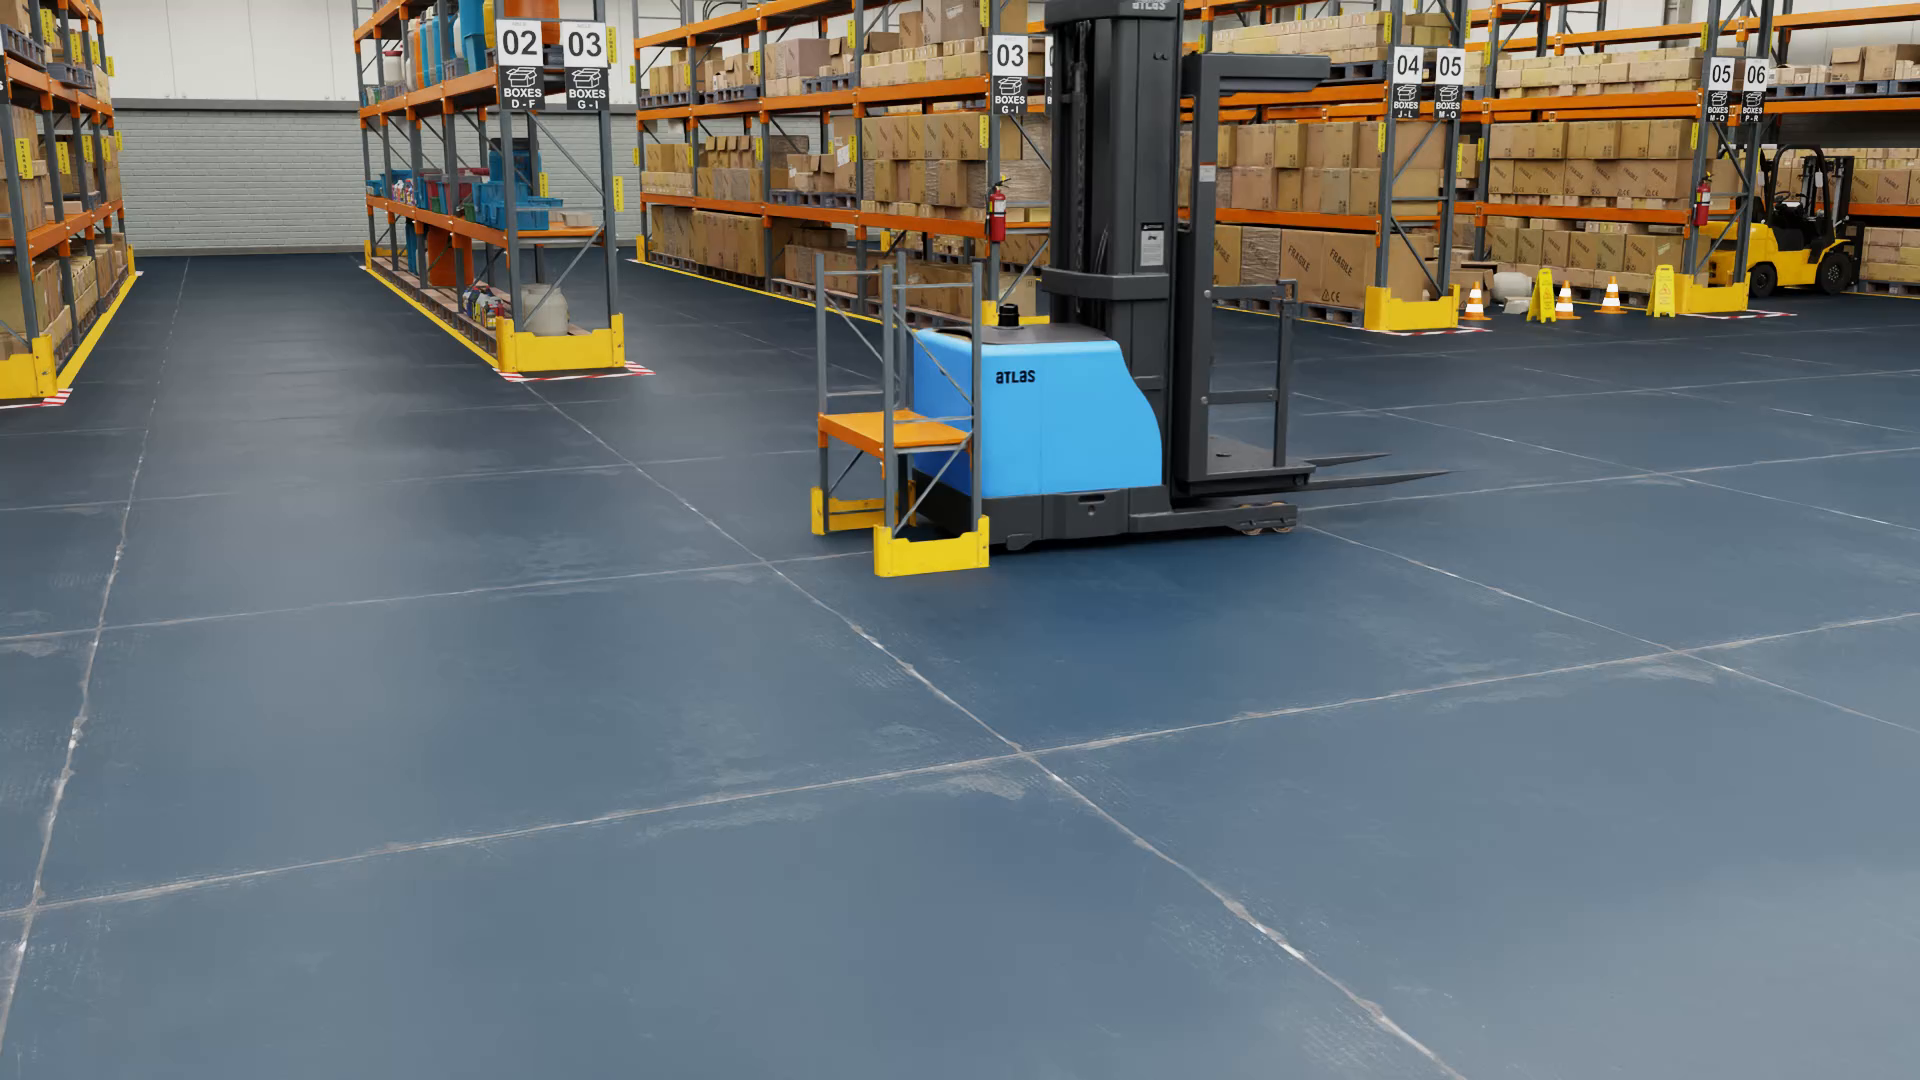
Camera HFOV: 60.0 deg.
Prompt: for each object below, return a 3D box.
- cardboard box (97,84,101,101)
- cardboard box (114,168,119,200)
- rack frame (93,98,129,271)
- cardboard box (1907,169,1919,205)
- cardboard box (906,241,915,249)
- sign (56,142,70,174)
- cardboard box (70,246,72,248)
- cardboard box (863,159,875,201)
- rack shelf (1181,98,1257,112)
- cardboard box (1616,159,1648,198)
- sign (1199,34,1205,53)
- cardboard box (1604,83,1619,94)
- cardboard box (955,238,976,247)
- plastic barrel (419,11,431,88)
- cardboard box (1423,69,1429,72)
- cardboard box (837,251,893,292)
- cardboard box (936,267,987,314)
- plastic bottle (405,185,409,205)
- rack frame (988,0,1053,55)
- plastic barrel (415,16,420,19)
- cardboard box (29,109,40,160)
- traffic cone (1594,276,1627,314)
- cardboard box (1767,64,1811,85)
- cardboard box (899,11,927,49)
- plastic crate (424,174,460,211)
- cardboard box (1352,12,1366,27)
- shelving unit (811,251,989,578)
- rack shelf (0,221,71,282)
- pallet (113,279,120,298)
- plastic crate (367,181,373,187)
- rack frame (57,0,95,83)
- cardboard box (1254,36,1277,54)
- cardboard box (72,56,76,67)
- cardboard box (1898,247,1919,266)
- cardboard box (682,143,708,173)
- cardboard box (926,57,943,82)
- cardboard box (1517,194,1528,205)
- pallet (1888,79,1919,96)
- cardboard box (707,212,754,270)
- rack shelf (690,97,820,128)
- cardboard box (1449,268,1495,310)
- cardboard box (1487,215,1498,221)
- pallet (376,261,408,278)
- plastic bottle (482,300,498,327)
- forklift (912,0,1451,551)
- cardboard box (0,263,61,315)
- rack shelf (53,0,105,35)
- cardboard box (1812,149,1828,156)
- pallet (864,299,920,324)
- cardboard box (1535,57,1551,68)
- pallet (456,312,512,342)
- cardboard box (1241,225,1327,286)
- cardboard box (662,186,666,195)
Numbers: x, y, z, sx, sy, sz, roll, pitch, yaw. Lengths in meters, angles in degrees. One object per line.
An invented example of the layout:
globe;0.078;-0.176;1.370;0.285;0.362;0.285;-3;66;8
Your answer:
cardboard box;-13.282;-6.764;25.123;0.500;0.250;0.500;-6;14;-23
cardboard box;-13.885;-5.746;26.822;0.500;0.500;0.500;-6;14;-23
rack frame;-14.720;-5.976;28.036;1.000;3.000;0.127;-6;14;-23
cardboard box;13.957;-5.035;23.750;0.500;0.500;0.500;-6;14;-24
cardboard box;-0.852;-5.815;32.734;0.380;0.149;0.250;-5;14;-22
sign;-9.405;-4.007;17.436;0.100;0.325;0.005;-6;14;-23
cardboard box;-12.923;-3.915;23.699;0.500;0.500;0.500;-5;14;-22
cardboard box;-0.711;-4.485;20.716;0.875;0.500;0.500;-6;14;-23
rack shelf;2.949;-6.342;24.561;1.077;0.370;4.000;-6;14;-23
cardboard box;9.182;-4.844;22.265;0.500;0.500;0.500;-6;14;-23
sign;3.257;-6.633;22.380;0.100;0.325;0.005;-6;14;-23
cardboard box;8.961;-6.114;22.537;0.380;0.149;0.250;-6;14;-25
cardboard box;0.128;-5.467;30.572;0.380;0.149;0.250;-5;14;-22
plastic barrel;-6.299;-6.004;20.396;0.600;0.901;0.708;-6;14;-23
cardboard box;7.468;-7.439;25.999;0.500;0.250;0.500;-5;14;-22
cardboard box;-1.235;-3.616;22.409;0.700;0.500;0.500;-6;14;-23
cardboard box;0.029;-2.933;19.501;0.500;0.500;0.500;-4;14;-18
plastic bottle;-7.986;-4.994;24.053;0.061;0.283;0.133;-6;14;-23
rack frame;0.768;-6.487;16.940;1.000;3.000;0.127;-6;14;-23
plastic barrel;-7.200;-6.762;22.899;0.600;0.830;0.708;-6;14;-23
cardboard box;-9.729;-4.086;16.773;0.700;0.500;0.500;-6;14;-23
traffic cone;8.494;-3.195;21.650;0.336;0.463;0.334;-6;14;-23
cardboard box;12.902;-7.212;25.770;0.500;0.311;0.500;-5;14;-22
cardboard box;-0.421;-6.219;20.445;0.500;0.500;0.500;-6;14;-25
plastic crate;-6.608;-4.439;21.256;0.402;0.464;0.583;-6;14;-23
cardboard box;4.808;-6.063;19.395;0.380;0.149;0.250;-6;14;-23
shelving unit;-0.331;-0.684;8.500;0.587;1.500;1.083;-5;14;-22
rack shelf;-9.112;-2.733;15.620;1.077;0.370;4.000;-6;14;-23
pallet;-12.757;-3.626;24.069;1.003;0.211;1.213;-6;14;-23
plastic crate;-10.119;-6.153;29.042;0.416;0.233;0.300;-6;14;-23
rack frame;-13.118;-8.072;23.789;1.000;3.000;0.127;-6;14;-23
cardboard box;4.096;-6.269;21.173;0.500;0.250;0.500;-6;14;-24
cardboard box;-12.133;-6.133;21.841;0.910;0.500;0.500;-6;14;-23
cardboard box;13.913;-4.089;23.943;0.500;0.250;0.500;-6;14;-24
cardboard box;-4.468;-6.551;28.533;0.500;0.500;0.500;-5;14;-21
cardboard box;-0.058;-5.238;18.532;0.500;0.250;0.500;-5;14;-22
cardboard box;8.361;-4.969;24.246;0.380;0.149;0.250;-6;14;-23
pallet;14.135;-6.475;23.737;1.003;0.211;1.213;-6;14;-23
cardboard box;-3.406;-4.898;27.160;1.225;0.875;0.875;-6;14;-25
rack shelf;-3.238;-6.741;26.286;1.077;0.370;4.000;-6;14;-23
cardboard box;6.825;-3.377;22.345;0.637;0.503;0.797;6;14;26
cardboard box;10.254;-6.219;32.264;0.380;0.149;0.250;-6;14;-26
pallet;-9.400;-4.638;28.442;1.003;0.211;1.213;-6;14;-23
plastic bottle;-4.984;-2.398;17.645;0.152;0.276;0.135;-6;14;-23
forklift;1.303;-1.557;9.098;3.031;2.935;1.130;-5;14;-20
cardboard box;-9.133;-2.443;16.278;0.500;0.500;0.500;-6;14;-23
rack shelf;-13.919;-8.133;25.656;1.077;0.370;4.000;-6;14;-23
cardboard box;13.237;-5.893;25.358;0.380;0.149;0.250;-6;14;-23
pallet;-0.533;-2.896;20.916;1.003;0.211;1.213;-6;14;-23
cardboard box;8.382;-6.755;23.541;0.380;0.149;0.250;-6;14;-23
pallet;-5.142;-2.442;18.953;1.003;0.211;1.213;-6;14;-23
cardboard box;4.303;-3.665;21.833;0.875;0.875;0.875;-6;14;-23
cardboard box;-5.184;-6.326;30.109;0.380;0.149;0.250;-6;14;-24
